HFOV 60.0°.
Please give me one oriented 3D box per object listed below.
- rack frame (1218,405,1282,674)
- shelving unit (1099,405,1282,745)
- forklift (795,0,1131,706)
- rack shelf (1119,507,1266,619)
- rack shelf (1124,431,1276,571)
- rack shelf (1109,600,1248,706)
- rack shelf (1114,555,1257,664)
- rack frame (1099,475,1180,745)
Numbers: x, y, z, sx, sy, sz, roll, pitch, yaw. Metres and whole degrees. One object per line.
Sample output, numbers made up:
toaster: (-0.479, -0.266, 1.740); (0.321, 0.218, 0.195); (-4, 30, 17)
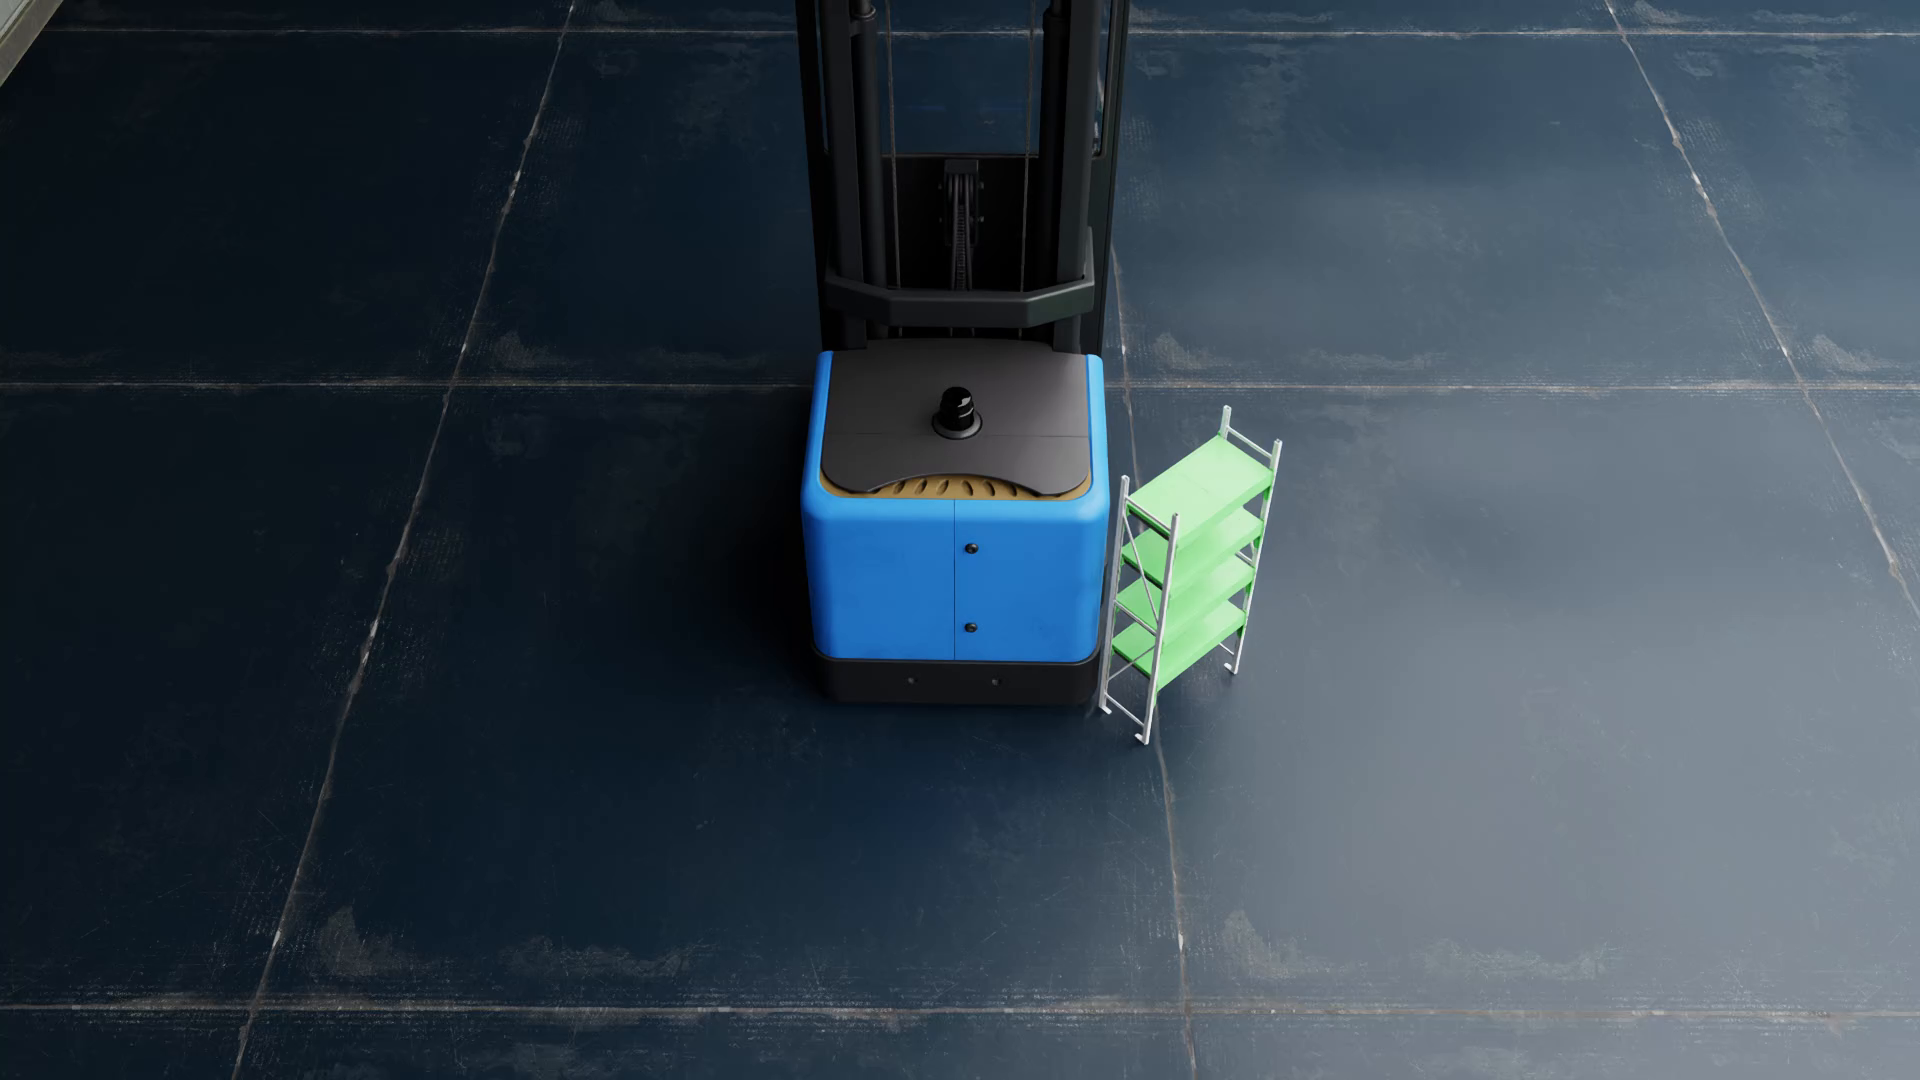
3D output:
rack frame: (0.961, 0.029, 5.903); (0.015, 1.200, 0.240); (-34, 55, -27)
shelving unit: (0.781, 0.150, 5.791); (0.503, 1.200, 0.258); (-34, 55, -27)
forklift: (0.014, -1.457, 6.104); (1.130, 2.935, 3.031); (1, 47, 1)
rack shelf: (0.781, 0.030, 5.662); (0.480, 0.148, 0.258); (-34, 55, -27)
rack shelf: (0.781, -0.134, 5.486); (0.480, 0.148, 0.258); (-34, 55, -27)
rack shelf: (0.781, 0.357, 6.013); (0.480, 0.148, 0.258); (-34, 55, -27)
rack shelf: (0.781, 0.193, 5.838); (0.480, 0.148, 0.258); (-34, 55, -27)
rack frame: (0.601, 0.270, 5.679); (0.015, 1.200, 0.240); (-34, 55, -27)
